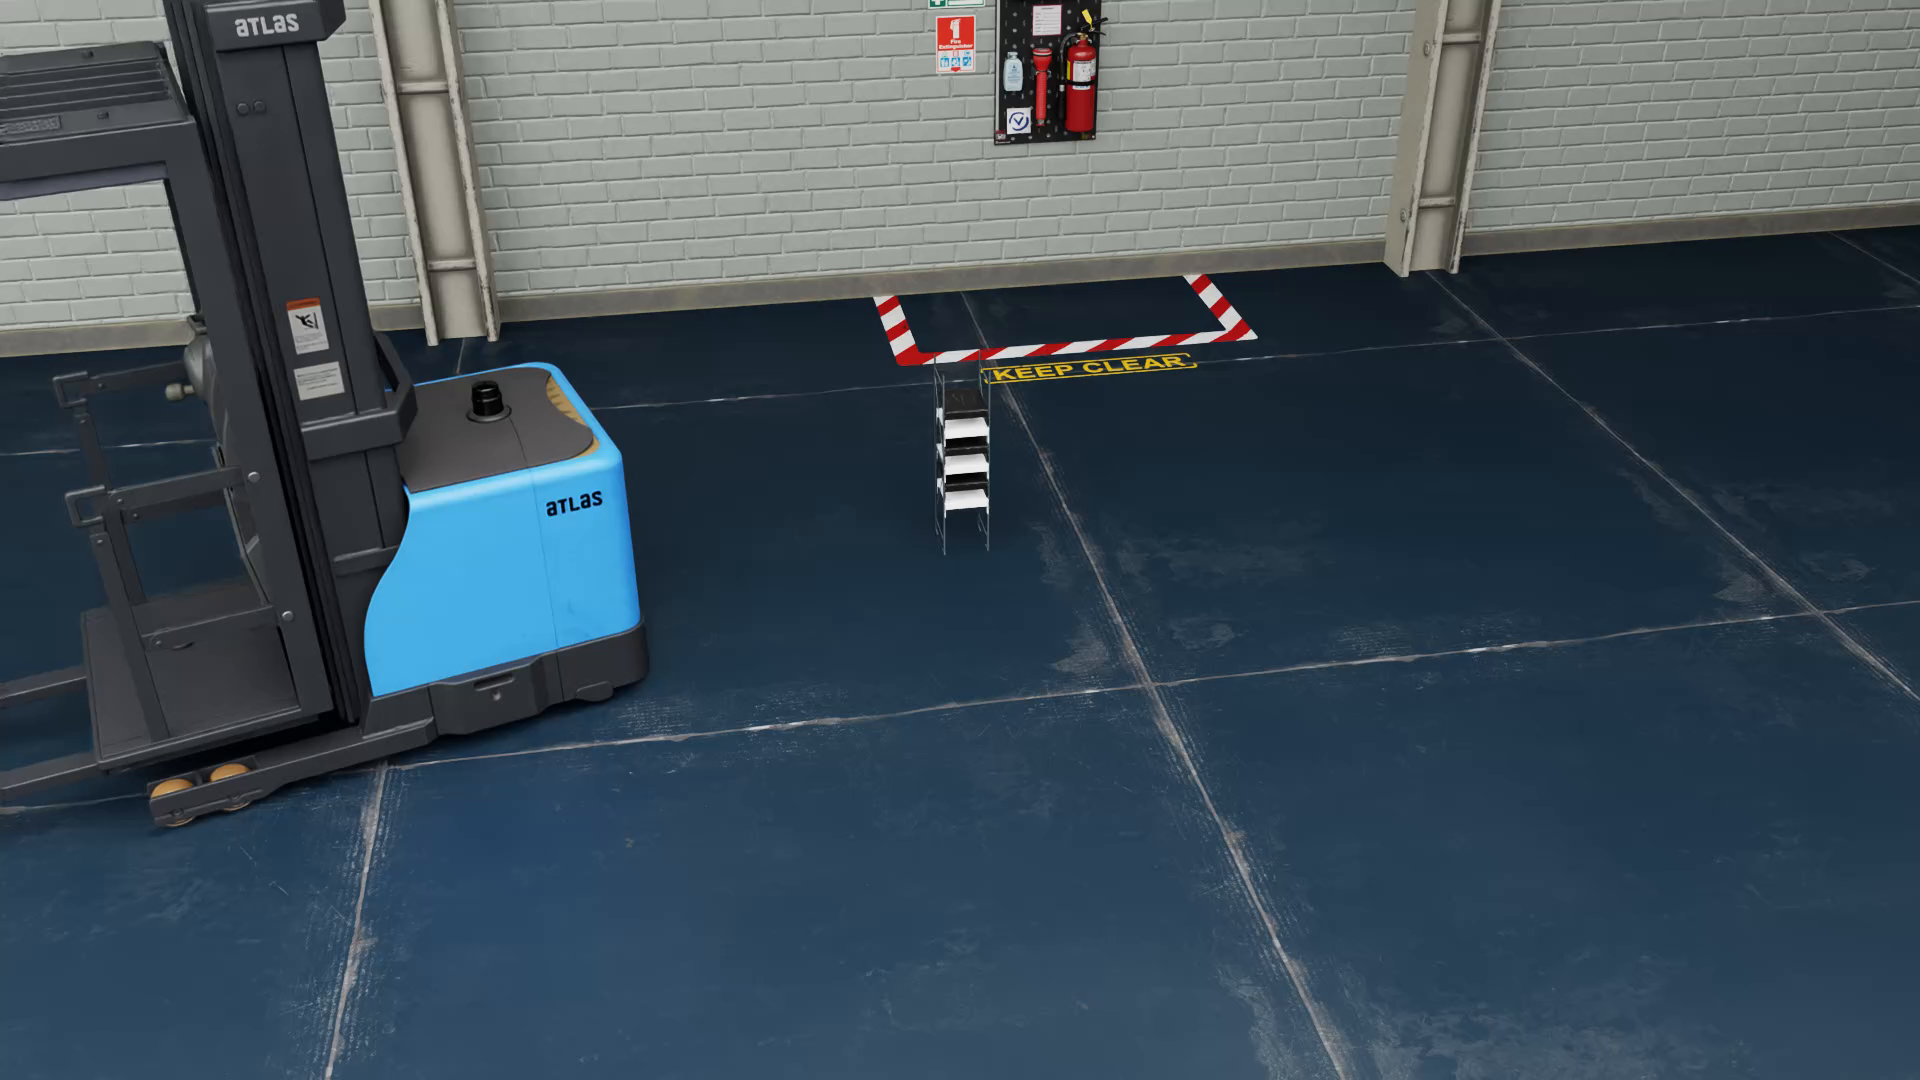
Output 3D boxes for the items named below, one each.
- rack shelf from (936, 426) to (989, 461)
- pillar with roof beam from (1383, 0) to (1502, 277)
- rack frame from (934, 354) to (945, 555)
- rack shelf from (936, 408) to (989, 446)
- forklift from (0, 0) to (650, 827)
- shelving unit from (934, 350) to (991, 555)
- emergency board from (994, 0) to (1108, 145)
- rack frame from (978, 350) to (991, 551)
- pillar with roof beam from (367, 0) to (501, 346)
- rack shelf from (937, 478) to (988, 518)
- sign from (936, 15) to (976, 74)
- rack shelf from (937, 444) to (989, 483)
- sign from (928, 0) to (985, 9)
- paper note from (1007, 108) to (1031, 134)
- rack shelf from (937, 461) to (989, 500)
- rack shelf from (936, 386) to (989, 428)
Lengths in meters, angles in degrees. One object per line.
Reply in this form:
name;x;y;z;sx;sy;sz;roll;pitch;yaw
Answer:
rack shelf;0.008;-0.437;7.494;0.200;0.077;0.258;-5;31;-9
pillar with roof beam;3.751;-3.505;4.833;0.400;9.000;9.100;-5;31;-9
rack frame;-0.092;-0.379;7.507;0.006;0.900;0.240;-5;31;-9
rack shelf;0.008;-0.515;7.449;0.200;0.077;0.258;-5;31;-9
forklift;-2.804;-0.539;5.775;3.031;2.935;1.130;-15;33;-23
shelving unit;0.008;-0.389;7.523;0.210;0.900;0.258;-5;31;-9
emergency board;0.538;-2.859;9.652;0.643;1.169;0.194;-5;31;-9
rack frame;0.108;-0.398;7.539;0.006;0.900;0.240;-5;31;-9
pillar with roof beam;-2.151;-2.957;3.901;0.400;9.000;9.100;-5;31;-9
rack shelf;0.008;-0.205;7.631;0.200;0.077;0.258;-5;31;-9
sign;-0.025;-2.875;9.645;0.234;0.329;0.001;-5;31;-9
rack shelf;0.008;-0.360;7.540;0.200;0.077;0.258;-5;31;-9
sign;-0.019;-3.099;9.504;0.331;0.109;0.001;-5;31;-9
paper note;0.351;-2.497;9.907;0.142;0.148;0.016;-5;31;-9
rack shelf;0.008;-0.282;7.586;0.200;0.077;0.258;-5;31;-9
rack shelf;0.008;-0.593;7.403;0.200;0.077;0.258;-5;31;-9
